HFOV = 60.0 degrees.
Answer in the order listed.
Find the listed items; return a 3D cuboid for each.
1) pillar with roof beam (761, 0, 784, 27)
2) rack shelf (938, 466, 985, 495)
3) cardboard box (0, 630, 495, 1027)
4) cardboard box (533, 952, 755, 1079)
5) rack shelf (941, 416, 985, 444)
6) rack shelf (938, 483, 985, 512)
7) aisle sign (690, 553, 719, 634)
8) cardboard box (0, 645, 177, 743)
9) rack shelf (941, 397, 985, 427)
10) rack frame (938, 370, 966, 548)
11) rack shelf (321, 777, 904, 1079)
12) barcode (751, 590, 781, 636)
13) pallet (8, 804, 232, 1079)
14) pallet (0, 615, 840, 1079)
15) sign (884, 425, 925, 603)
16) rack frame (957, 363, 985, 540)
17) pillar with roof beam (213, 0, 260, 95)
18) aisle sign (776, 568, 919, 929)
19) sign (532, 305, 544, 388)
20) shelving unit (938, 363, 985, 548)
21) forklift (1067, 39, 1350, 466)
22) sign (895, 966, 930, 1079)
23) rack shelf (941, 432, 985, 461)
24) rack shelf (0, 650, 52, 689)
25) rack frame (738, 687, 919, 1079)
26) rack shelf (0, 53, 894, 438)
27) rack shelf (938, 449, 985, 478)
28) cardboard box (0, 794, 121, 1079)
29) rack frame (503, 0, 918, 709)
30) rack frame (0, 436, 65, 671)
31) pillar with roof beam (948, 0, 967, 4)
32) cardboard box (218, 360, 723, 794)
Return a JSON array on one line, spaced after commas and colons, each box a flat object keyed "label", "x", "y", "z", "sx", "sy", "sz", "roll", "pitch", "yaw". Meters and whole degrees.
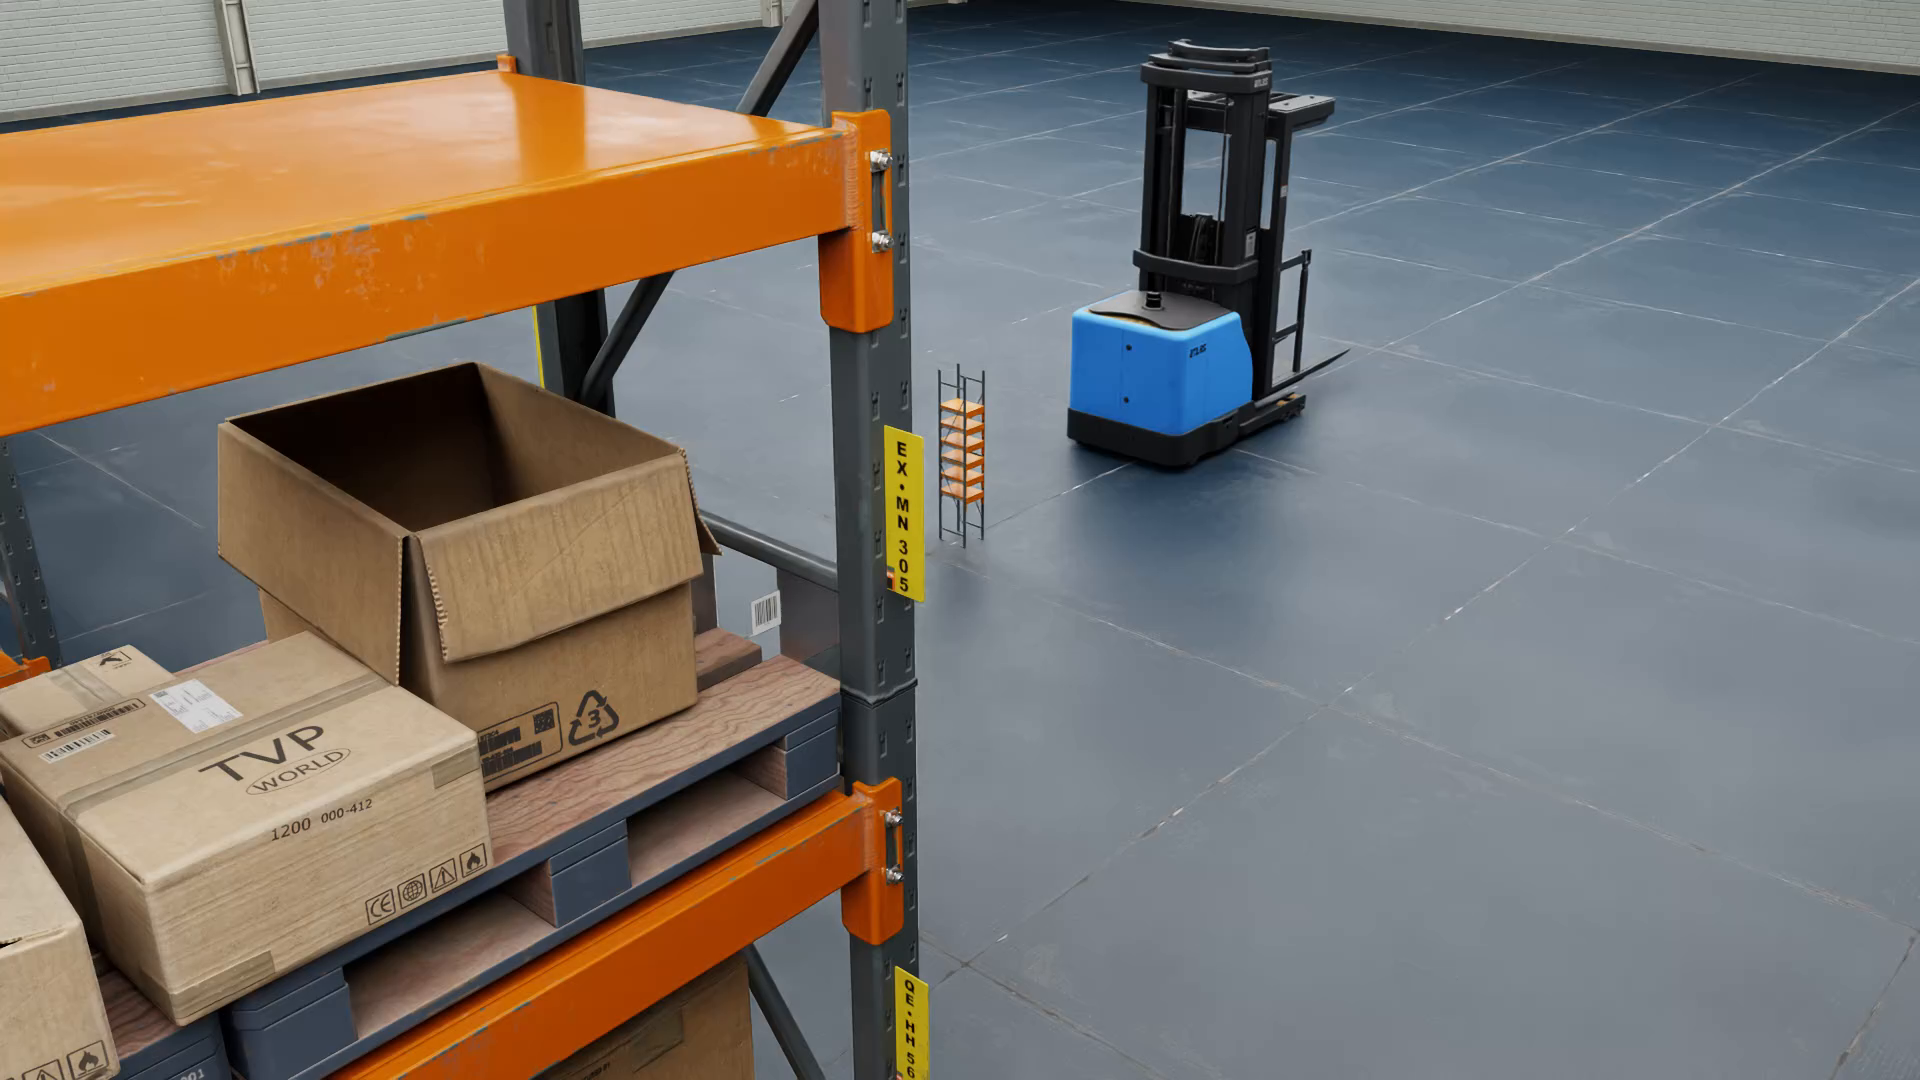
[{"label": "pillar with roof beam", "x": -0.864, "y": -14.136, "z": 31.779, "sx": 9.100, "sy": 9.000, "sz": 0.400, "roll": 20, "pitch": 31, "yaw": 38}, {"label": "rack shelf", "x": 0.010, "y": -0.402, "z": 11.082, "sx": 0.258, "sy": 0.103, "sz": 0.180, "roll": 20, "pitch": 31, "yaw": 38}, {"label": "cardboard box", "x": -1.070, "y": 0.405, "z": 2.512, "sx": 0.500, "sy": 0.250, "sz": 0.500, "roll": 20, "pitch": 31, "yaw": 38}, {"label": "cardboard box", "x": -0.855, "y": 1.055, "z": 3.522, "sx": 0.700, "sy": 0.500, "sz": 0.500, "roll": 20, "pitch": 31, "yaw": 38}, {"label": "rack shelf", "x": 0.010, "y": -0.730, "z": 10.934, "sx": 0.258, "sy": 0.103, "sz": 0.180, "roll": 20, "pitch": 31, "yaw": 38}, {"label": "rack shelf", "x": 0.010, "y": -0.292, "z": 11.131, "sx": 0.258, "sy": 0.103, "sz": 0.180, "roll": 20, "pitch": 31, "yaw": 38}, {"label": "aisle sign", "x": -0.682, "y": 0.248, "z": 3.852, "sx": 0.394, "sy": 0.787, "sz": 0.004, "roll": 20, "pitch": 31, "yaw": 38}, {"label": "cardboard box", "x": -1.415, "y": 0.339, "z": 2.784, "sx": 0.380, "sy": 0.149, "sz": 0.250, "roll": 20, "pitch": 31, "yaw": 38}, {"label": "rack shelf", "x": 0.010, "y": -0.840, "z": 10.885, "sx": 0.258, "sy": 0.103, "sz": 0.180, "roll": 20, "pitch": 31, "yaw": 38}, {"label": "rack frame", "x": -0.051, "y": -0.524, "z": 10.952, "sx": 0.240, "sy": 1.200, "sz": 0.006, "roll": 20, "pitch": 31, "yaw": 38}, {"label": "rack shelf", "x": -1.833, "y": 1.107, "z": 2.328, "sx": 1.077, "sy": 0.370, "sz": 4.000, "roll": 20, "pitch": 31, "yaw": 38}, {"label": "barcode", "x": -0.340, "y": 0.128, "z": 2.922, "sx": 0.001, "sy": 0.075, "sz": 0.075, "roll": 20, "pitch": 31, "yaw": 38}, {"label": "pallet", "x": -1.803, "y": 0.792, "z": 2.260, "sx": 1.003, "sy": 0.211, "sz": 1.213, "roll": 20, "pitch": 31, "yaw": 38}, {"label": "pallet", "x": -0.989, "y": 0.418, "z": 3.093, "sx": 1.003, "sy": 0.211, "sz": 1.213, "roll": 20, "pitch": 31, "yaw": 38}, {"label": "sign", "x": -0.103, "y": -0.046, "z": 3.035, "sx": 0.100, "sy": 0.325, "sz": 0.005, "roll": 20, "pitch": 31, "yaw": 38}, {"label": "rack frame", "x": 0.071, "y": -0.580, "z": 11.077, "sx": 0.240, "sy": 1.200, "sz": 0.006, "roll": 20, "pitch": 31, "yaw": 38}, {"label": "pillar with roof beam", "x": -8.873, "y": -10.480, "z": 23.625, "sx": 9.100, "sy": 9.000, "sz": 0.400, "roll": 20, "pitch": 31, "yaw": 38}, {"label": "aisle sign", "x": -0.236, "y": 0.412, "z": 3.487, "sx": 0.394, "sy": 0.787, "sz": 0.004, "roll": 20, "pitch": 31, "yaw": 38}, {"label": "sign", "x": -0.907, "y": -0.419, "z": 3.686, "sx": 0.100, "sy": 0.325, "sz": 0.005, "roll": 20, "pitch": 31, "yaw": 38}, {"label": "shelving unit", "x": 0.010, "y": -0.552, "z": 11.014, "sx": 0.258, "sy": 1.200, "sz": 0.189, "roll": 20, "pitch": 31, "yaw": 38}, {"label": "forklift", "x": 2.158, "y": -2.411, "z": 13.044, "sx": 1.130, "sy": 2.935, "sz": 3.031, "roll": 19, "pitch": 30, "yaw": 36}, {"label": "sign", "x": -0.103, "y": 1.054, "z": 3.528, "sx": 0.100, "sy": 0.325, "sz": 0.005, "roll": 20, "pitch": 31, "yaw": 38}, {"label": "rack shelf", "x": 0.010, "y": -0.621, "z": 10.983, "sx": 0.258, "sy": 0.103, "sz": 0.180, "roll": 20, "pitch": 31, "yaw": 38}, {"label": "rack shelf", "x": -5.519, "y": 1.122, "z": 5.960, "sx": 1.077, "sy": 0.370, "sz": 4.000, "roll": 20, "pitch": 31, "yaw": 38}, {"label": "rack frame", "x": -0.498, "y": 1.538, "z": 4.153, "sx": 1.000, "sy": 3.000, "sz": 0.127, "roll": 20, "pitch": 31, "yaw": 38}, {"label": "rack shelf", "x": -1.833, "y": -0.079, "z": 1.796, "sx": 1.077, "sy": 0.370, "sz": 4.000, "roll": 20, "pitch": 31, "yaw": 38}, {"label": "rack shelf", "x": 0.010, "y": -0.511, "z": 11.033, "sx": 0.258, "sy": 0.103, "sz": 0.180, "roll": 20, "pitch": 31, "yaw": 38}, {"label": "cardboard box", "x": -1.441, "y": 0.547, "z": 2.122, "sx": 0.500, "sy": 0.311, "sz": 0.500, "roll": -20, "pitch": 31, "yaw": -37}, {"label": "rack frame", "x": -0.498, "y": -1.199, "z": 2.926, "sx": 1.000, "sy": 3.000, "sz": 0.127, "roll": 20, "pitch": 31, "yaw": 38}, {"label": "rack frame", "x": -4.184, "y": 0.184, "z": 7.172, "sx": 1.000, "sy": 3.000, "sz": 0.127, "roll": 20, "pitch": 31, "yaw": 38}, {"label": "pillar with roof beam", "x": 3.141, "y": -15.964, "z": 35.856, "sx": 9.100, "sy": 9.000, "sz": 0.400, "roll": 20, "pitch": 31, "yaw": 38}, {"label": "cardboard box", "x": -0.885, "y": 0.041, "z": 3.016, "sx": 0.637, "sy": 0.503, "sz": 0.797, "roll": -22, "pitch": 32, "yaw": -39}]
